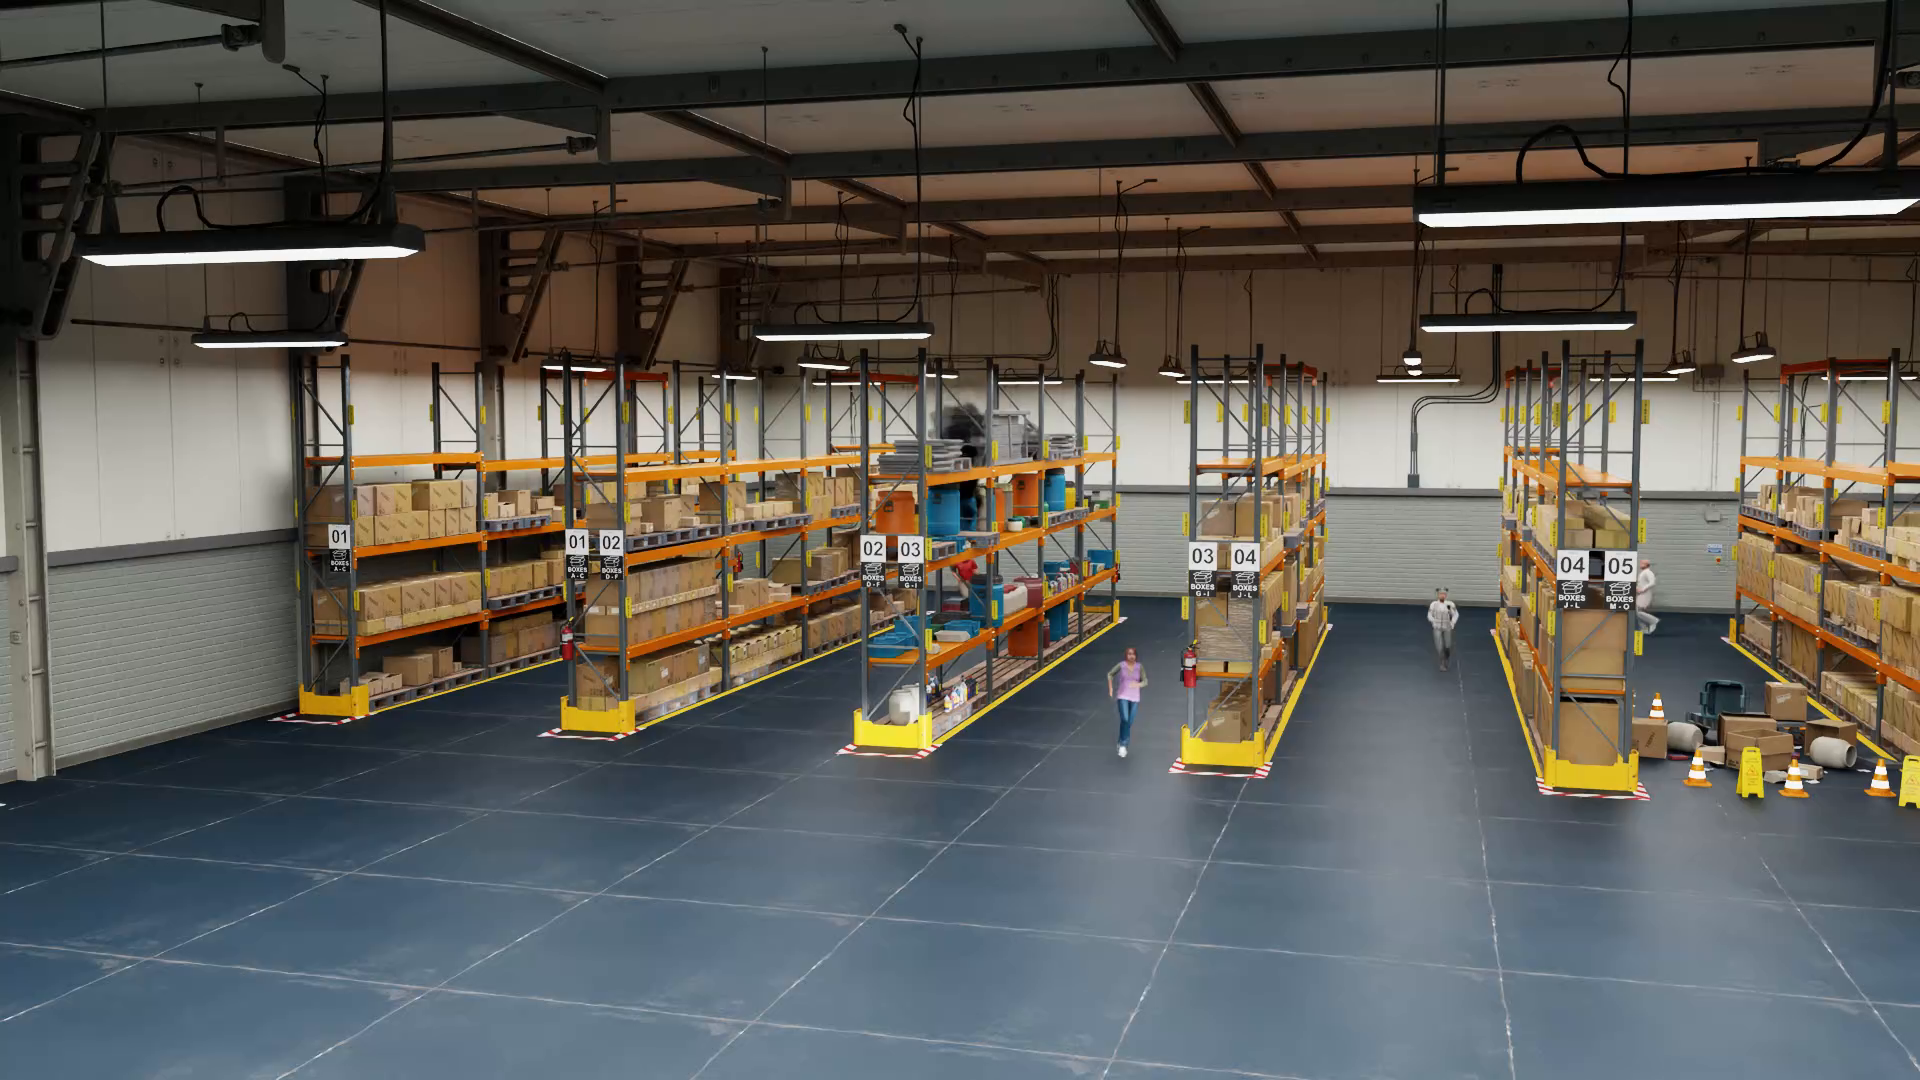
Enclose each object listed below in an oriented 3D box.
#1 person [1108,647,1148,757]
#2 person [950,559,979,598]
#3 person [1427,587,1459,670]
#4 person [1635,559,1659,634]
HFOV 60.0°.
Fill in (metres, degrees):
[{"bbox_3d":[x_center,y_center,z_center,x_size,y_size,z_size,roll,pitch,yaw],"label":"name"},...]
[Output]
[{"bbox_3d":[2.480,2.386,24.526,0.547,1.629,0.600,-1,4,-11],"label":"person"},{"bbox_3d":[0.140,1.114,40.786,0.660,1.763,0.717,-1,4,-13],"label":"person"},{"bbox_3d":[9.428,1.735,32.471,0.589,1.653,0.528,1,4,17],"label":"person"},{"bbox_3d":[15.610,1.288,37.955,0.618,1.730,0.689,1,4,14],"label":"person"}]
